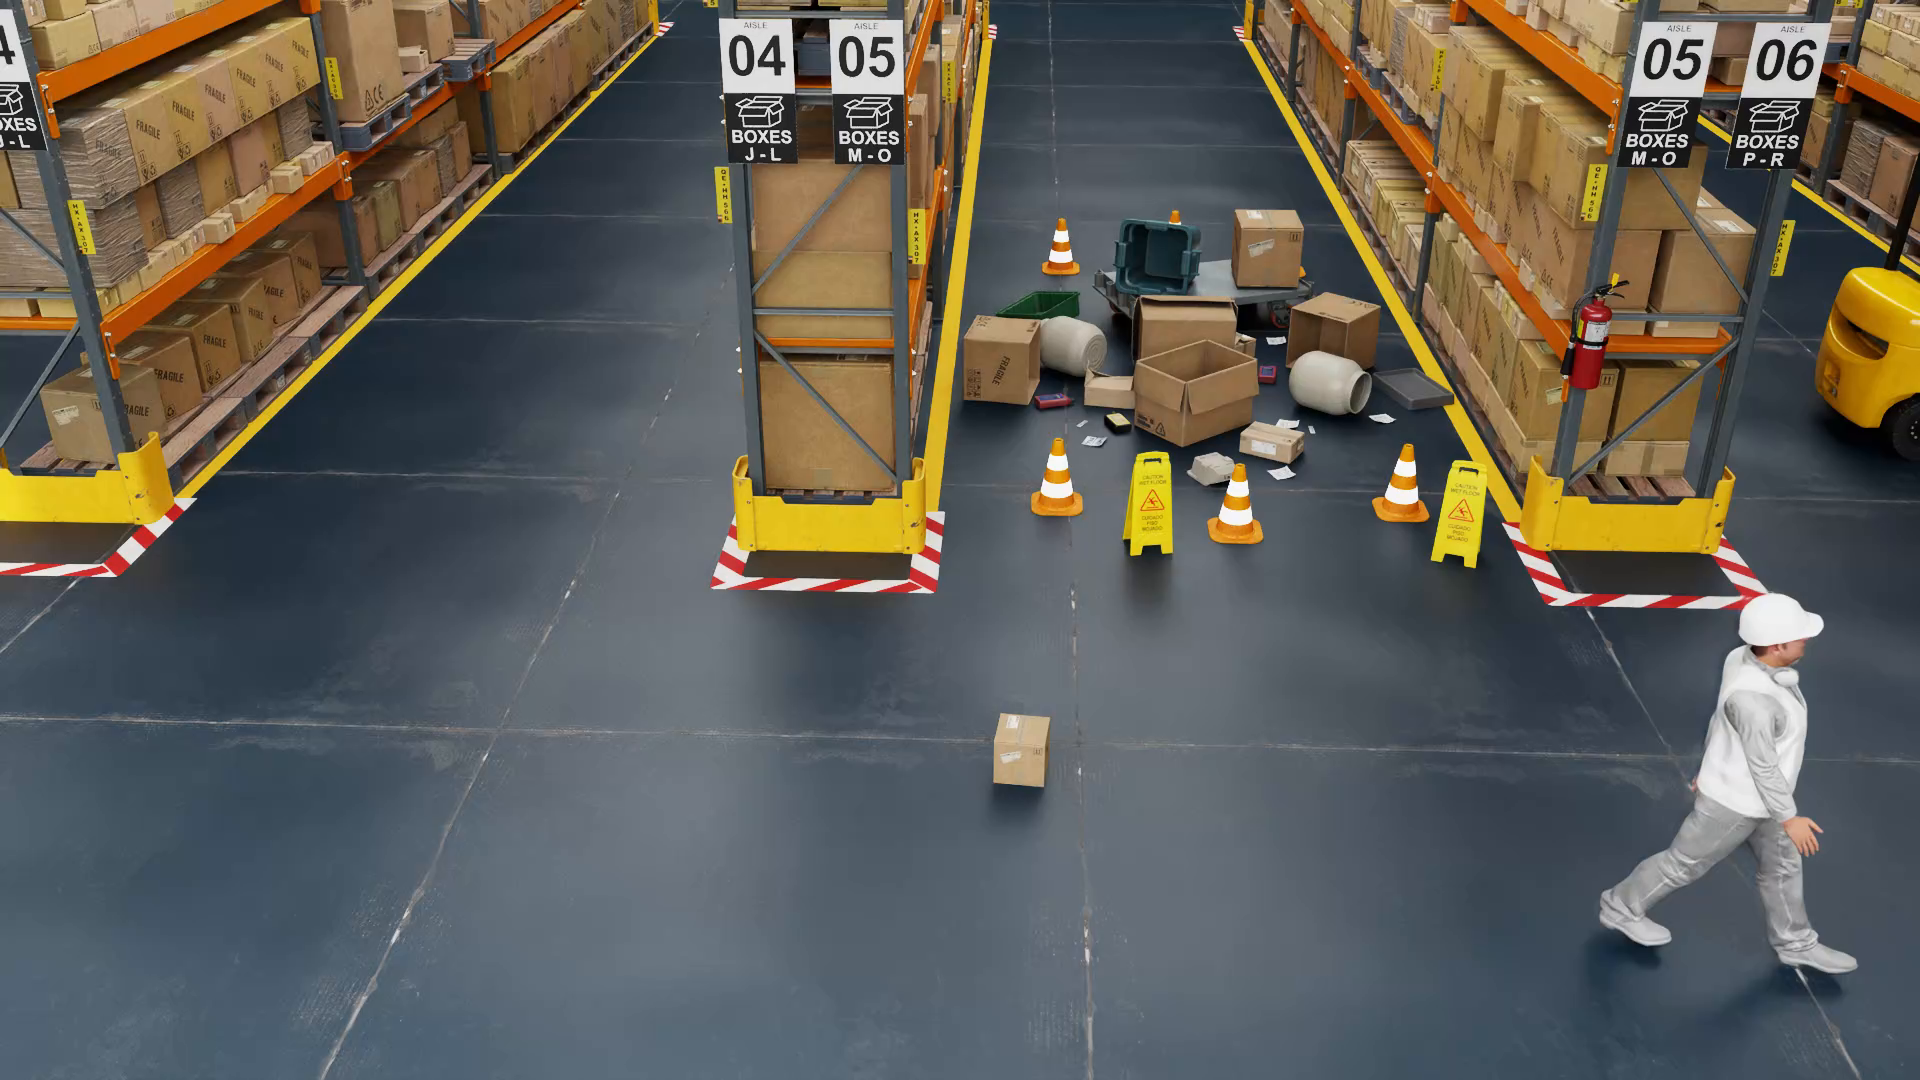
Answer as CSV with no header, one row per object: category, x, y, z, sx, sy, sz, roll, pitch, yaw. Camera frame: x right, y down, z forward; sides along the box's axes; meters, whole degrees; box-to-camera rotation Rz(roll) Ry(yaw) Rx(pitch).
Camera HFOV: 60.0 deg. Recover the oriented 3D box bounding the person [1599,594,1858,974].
person,3.232,1.005,6.672,1.013,1.717,0.537,16,32,27
